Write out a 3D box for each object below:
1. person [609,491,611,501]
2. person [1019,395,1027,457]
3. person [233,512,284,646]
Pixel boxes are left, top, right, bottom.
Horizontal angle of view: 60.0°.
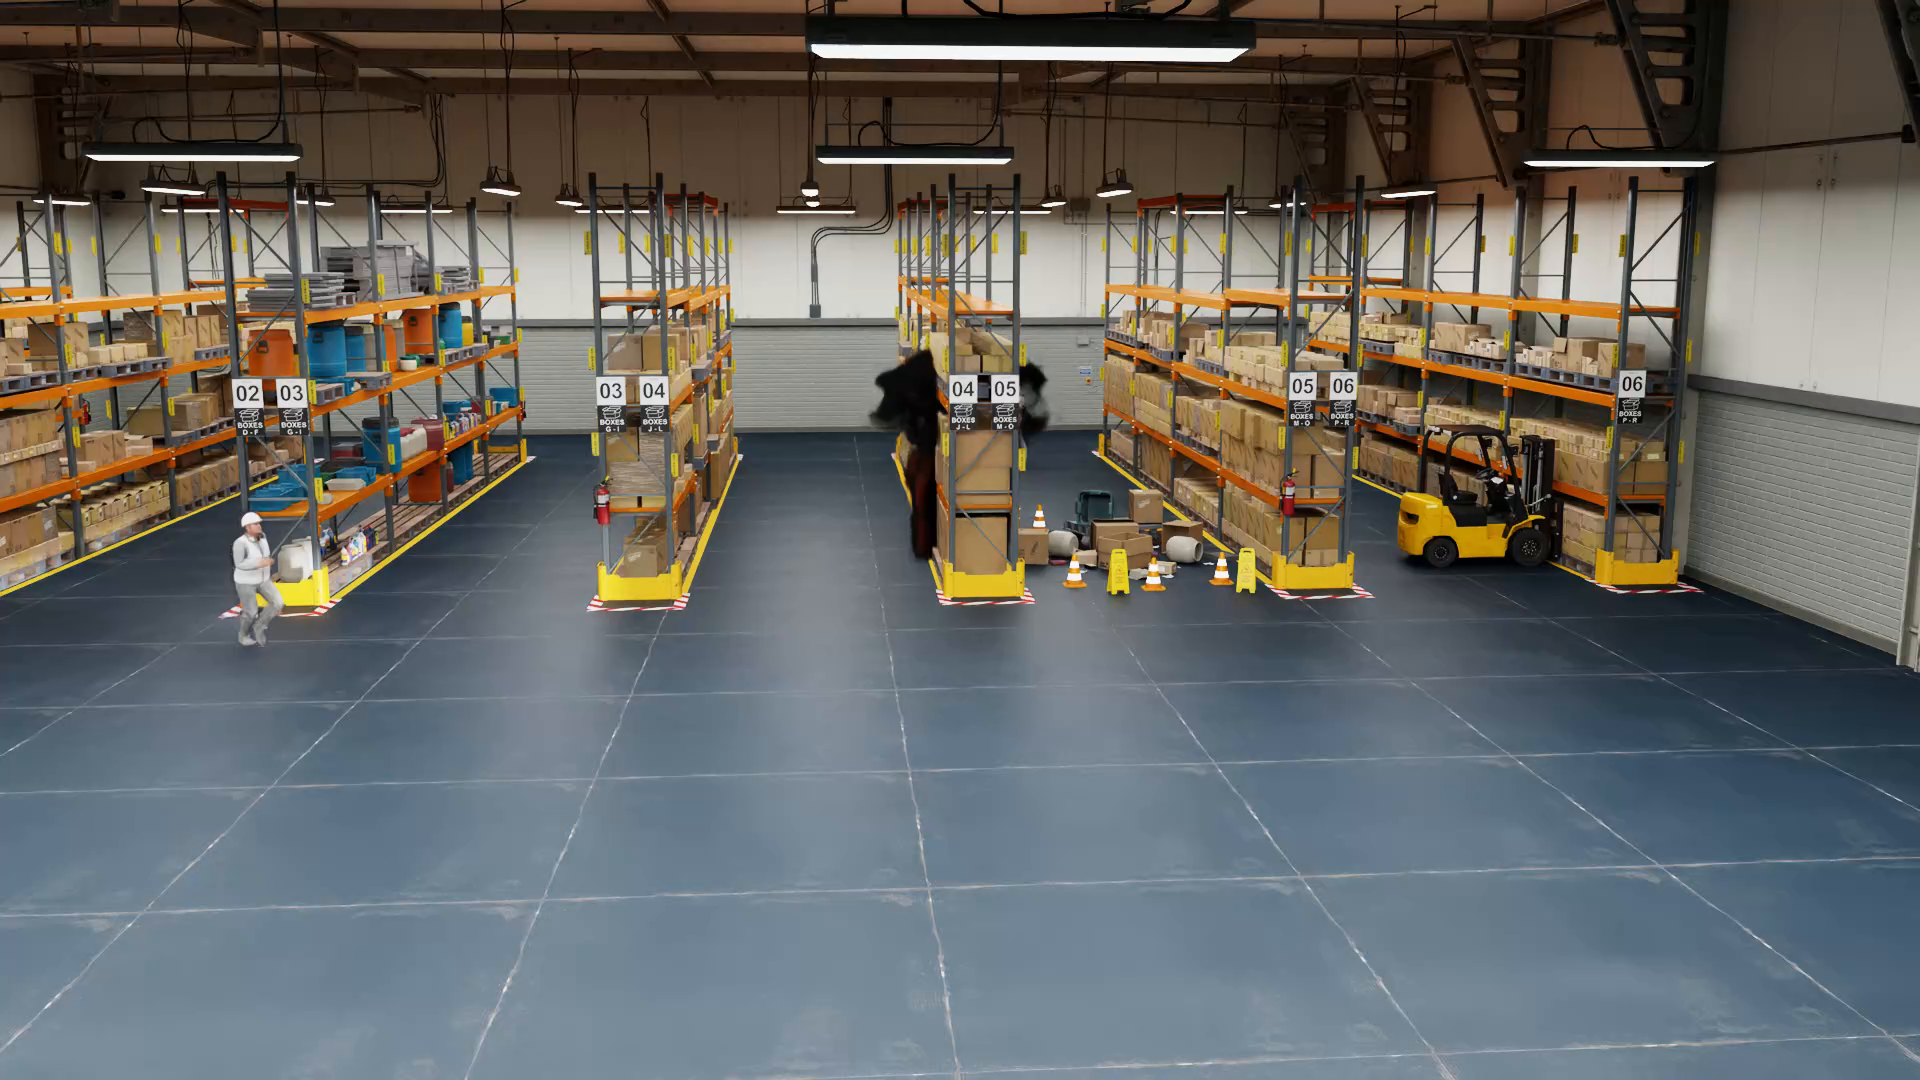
[{"bbox_3d":[-6.944,-1.612,33.296,0.631,1.679,0.900,-1,10,-7],"label":"person"},{"bbox_3d":[1.300,-2.758,39.114,0.664,1.826,0.817,-6,12,-31],"label":"person"},{"bbox_3d":[-8.793,0.496,20.785,0.768,1.721,0.688,4,11,22],"label":"person"}]
